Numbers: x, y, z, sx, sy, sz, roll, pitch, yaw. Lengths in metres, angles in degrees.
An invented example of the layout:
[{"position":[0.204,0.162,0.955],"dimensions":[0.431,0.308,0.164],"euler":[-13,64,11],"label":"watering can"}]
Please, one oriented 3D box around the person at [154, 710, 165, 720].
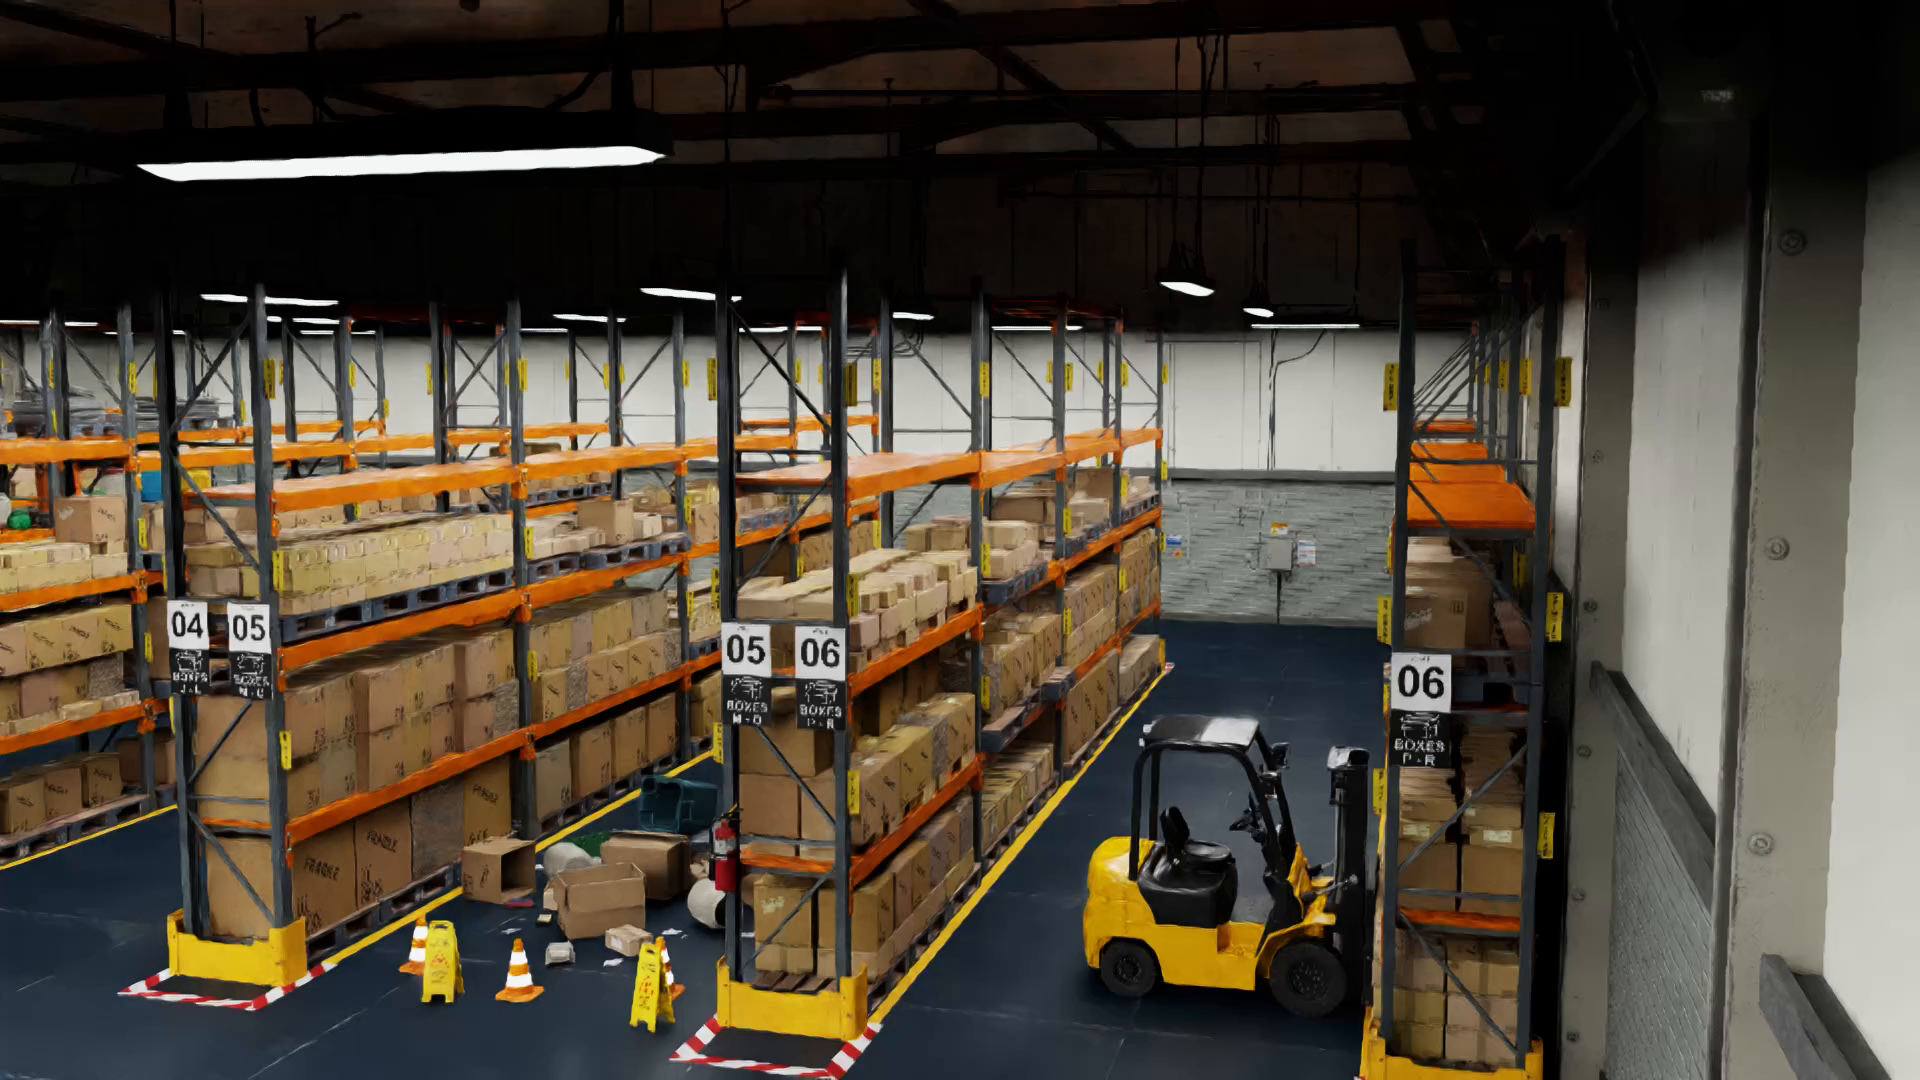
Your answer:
[{"position":[-11.794,1.794,24.265],"dimensions":[0.490,1.597,0.999],"euler":[1,6,7],"label":"person"}]
